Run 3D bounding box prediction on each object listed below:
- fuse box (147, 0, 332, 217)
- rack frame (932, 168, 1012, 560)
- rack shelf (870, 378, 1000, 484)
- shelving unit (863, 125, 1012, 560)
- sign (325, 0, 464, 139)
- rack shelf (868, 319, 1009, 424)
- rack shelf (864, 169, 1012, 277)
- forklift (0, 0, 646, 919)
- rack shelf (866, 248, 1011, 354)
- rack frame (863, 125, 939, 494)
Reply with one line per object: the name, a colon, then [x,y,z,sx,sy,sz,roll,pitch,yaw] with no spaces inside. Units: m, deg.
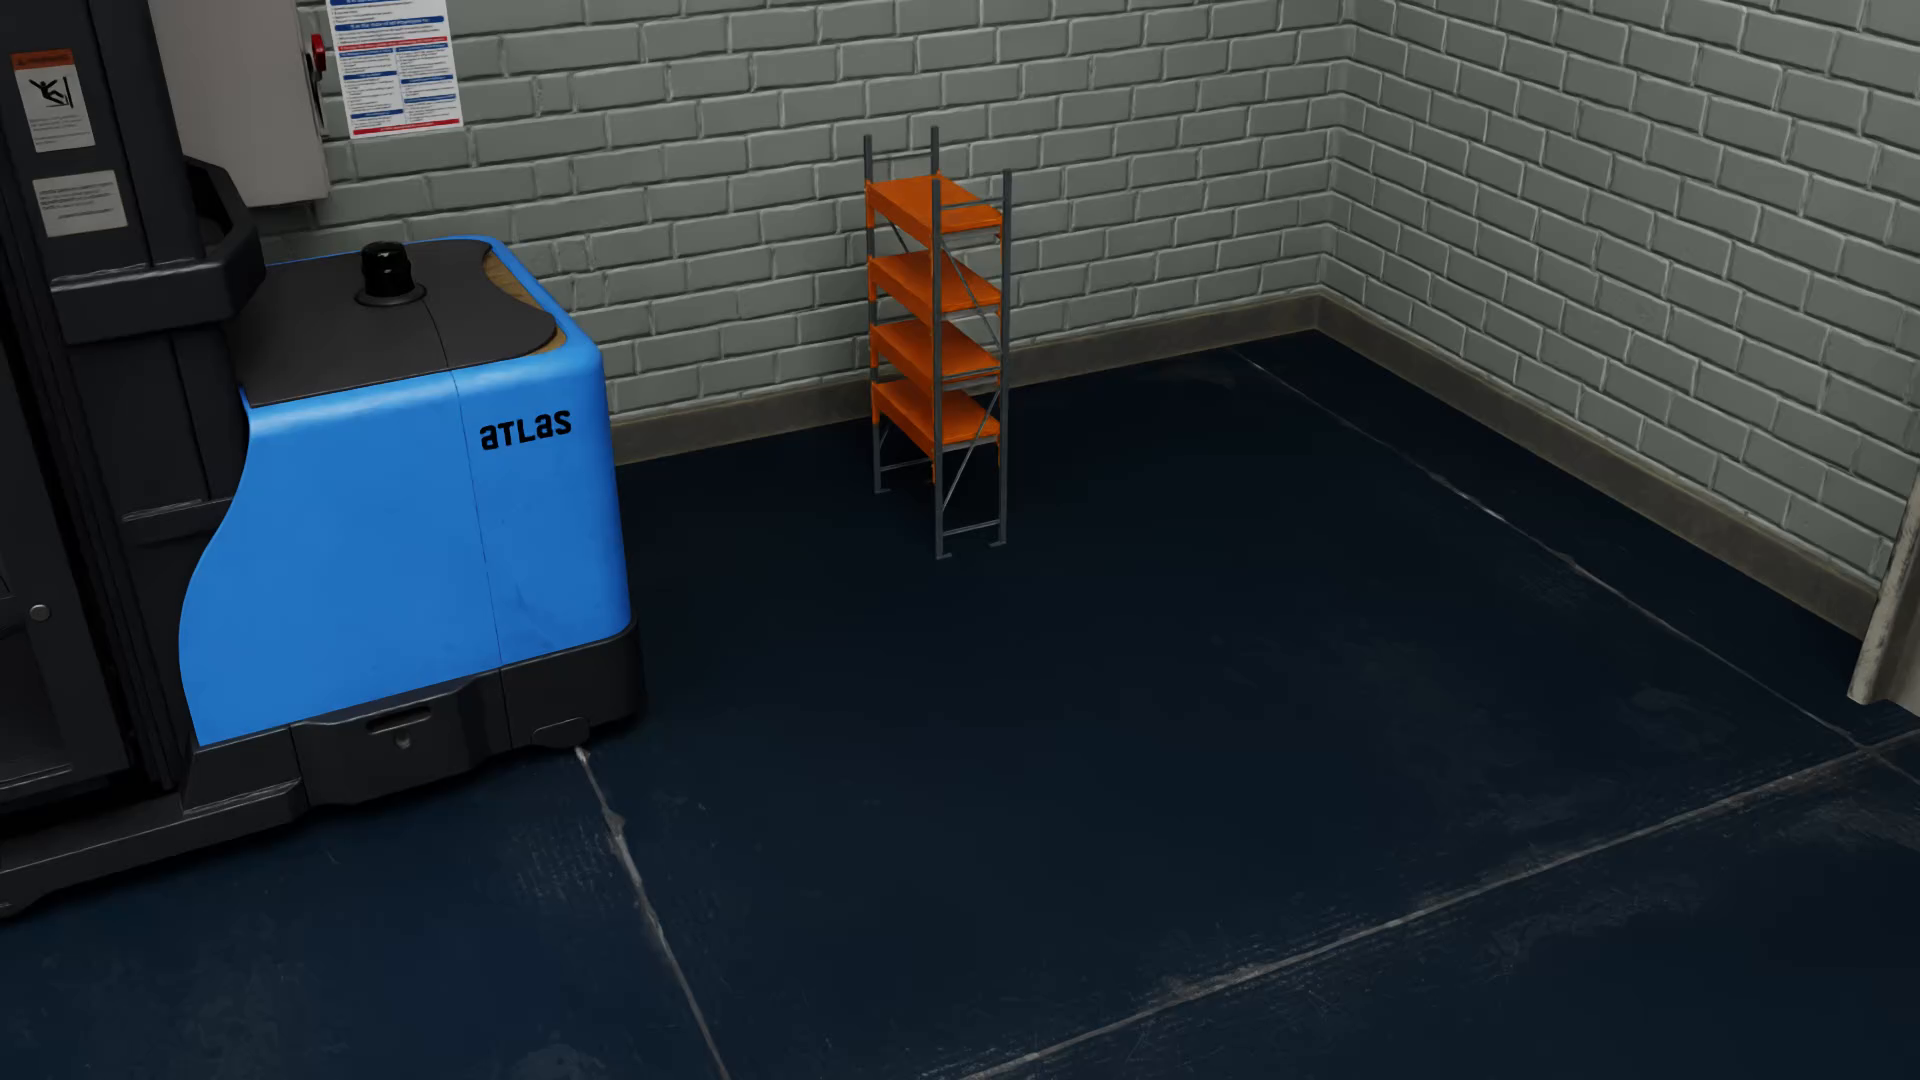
fuse box: [-2.000,-0.711,4.768,0.539,1.711,0.414,-13,32,-22]
rack frame: [0.034,-0.489,4.895,0.240,1.200,0.015,-13,32,-22]
rack shelf: [-0.071,-0.365,5.217,0.258,0.148,0.480,-13,32,-22]
shelving unit: [-0.071,-0.596,5.087,0.258,1.200,0.503,-13,32,-22]
sign: [-1.642,-1.427,4.824,0.329,0.494,0.001,-13,32,-22]
rack shelf: [-0.071,-0.538,5.120,0.258,0.148,0.480,-13,32,-22]
rack shelf: [-0.071,-0.939,4.895,0.258,0.148,0.480,-13,32,-22]
forklift: [-2.368,-0.651,3.414,3.031,2.935,1.130,-15,33,-25]
rack shelf: [-0.071,-0.733,5.010,0.258,0.148,0.480,-13,32,-22]
rack frame: [-0.176,-0.704,5.279,0.240,1.200,0.015,-13,32,-22]
